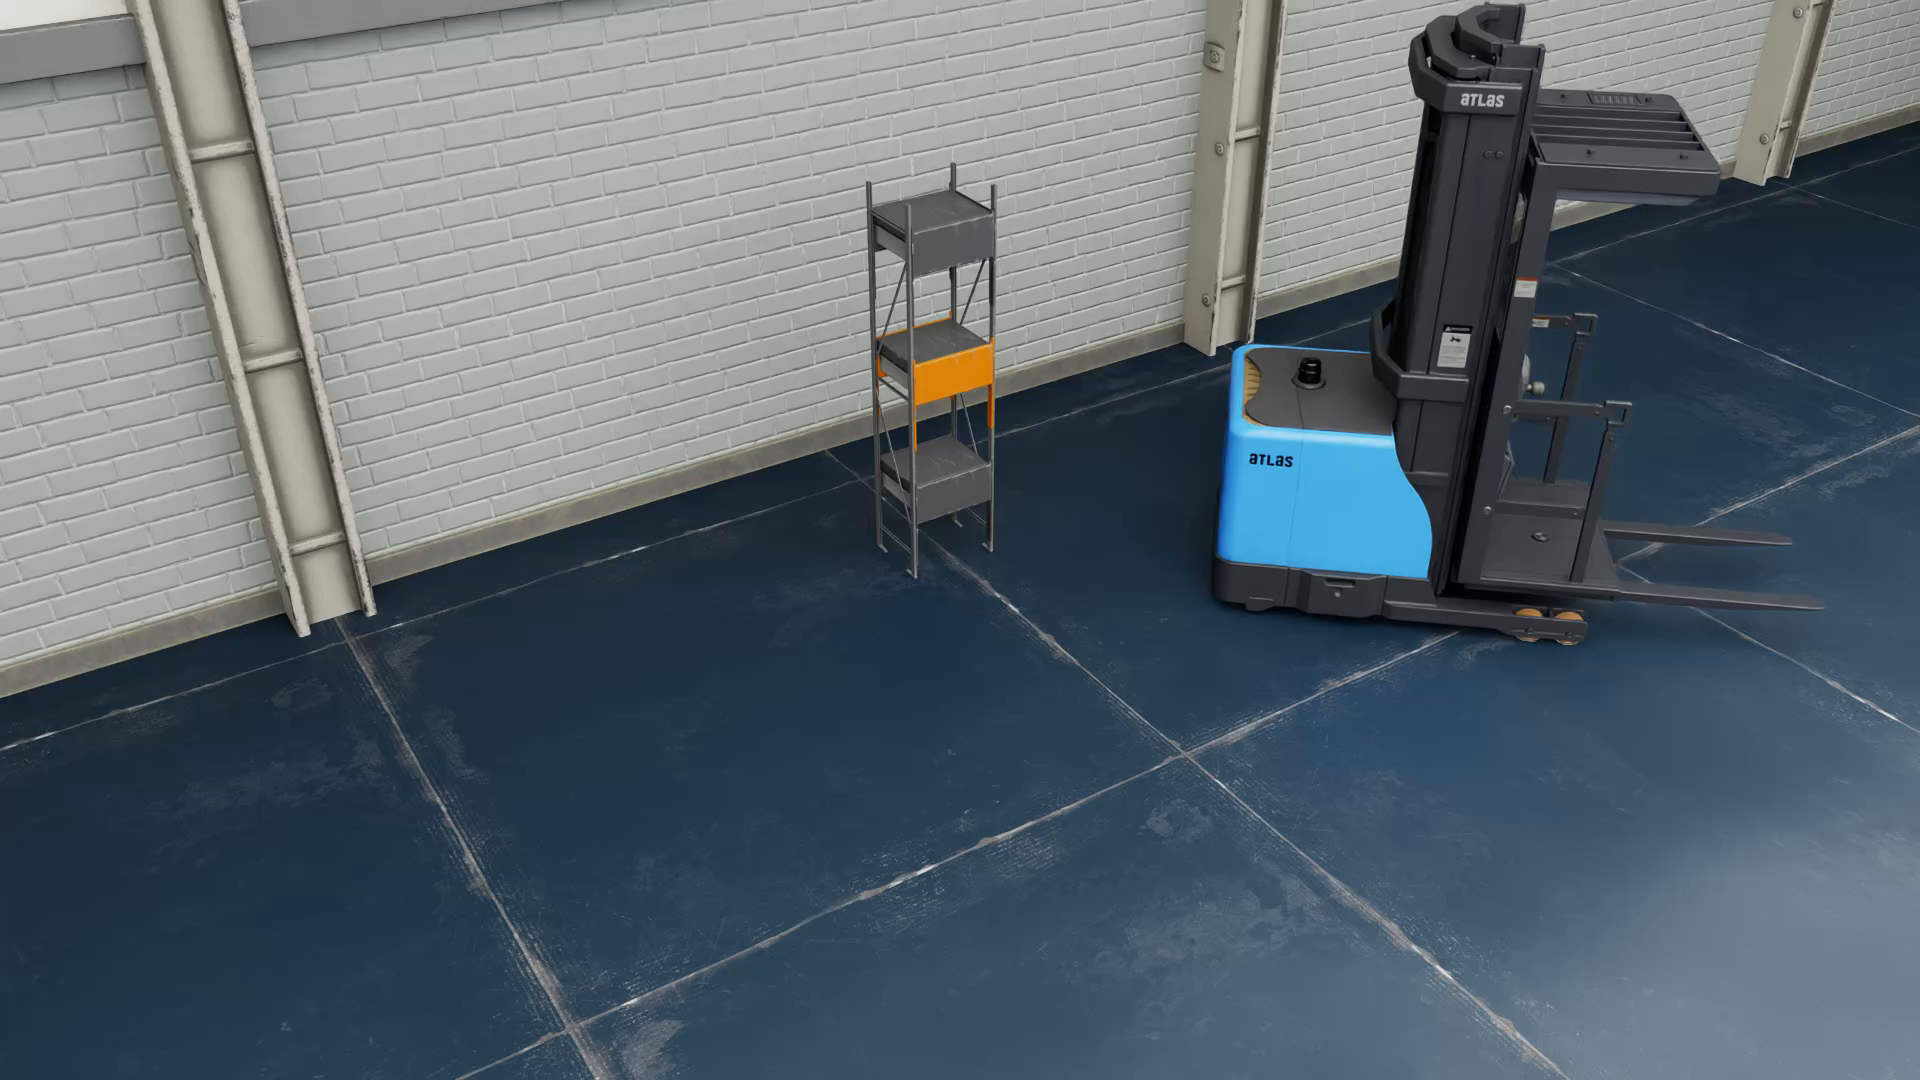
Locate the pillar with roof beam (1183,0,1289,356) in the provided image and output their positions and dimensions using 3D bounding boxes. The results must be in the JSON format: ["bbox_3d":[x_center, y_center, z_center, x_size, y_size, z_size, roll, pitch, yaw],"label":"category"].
[{"bbox_3d":[4.098,-3.240,5.951,0.400,9.000,9.100,-19,37,-27],"label":"pillar with roof beam"}]

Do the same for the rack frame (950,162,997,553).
[{"bbox_3d":[0.066,-0.911,8.726,0.015,2.100,0.400,-19,37,-27],"label":"rack frame"}]

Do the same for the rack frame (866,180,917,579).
[{"bbox_3d":[-0.344,-0.770,8.502,0.015,2.100,0.400,-19,37,-27],"label":"rack frame"}]

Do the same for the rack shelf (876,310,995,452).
[{"bbox_3d":[-0.139,-0.829,8.621,0.480,0.518,0.431,-19,37,-27],"label":"rack shelf"}]

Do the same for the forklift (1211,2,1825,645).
[{"bbox_3d":[2.875,-1.014,8.110,3.031,2.935,1.130,5,33,8],"label":"forklift"}]

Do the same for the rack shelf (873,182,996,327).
[{"bbox_3d":[-0.139,-1.421,8.248,0.480,0.518,0.431,-19,37,-27],"label":"rack shelf"}]

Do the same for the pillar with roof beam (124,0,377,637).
[{"bbox_3d":[-0.945,-1.505,3.202,0.400,9.000,9.100,-19,37,-27],"label":"pillar with roof beam"}]

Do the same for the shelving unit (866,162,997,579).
[{"bbox_3d":[-0.139,-0.840,8.614,0.503,2.100,0.431,-19,37,-27],"label":"shelving unit"}]

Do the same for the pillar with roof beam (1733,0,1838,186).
[{"bbox_3d":[9.141,-4.974,8.701,0.400,9.000,9.100,-19,37,-27],"label":"pillar with roof beam"}]

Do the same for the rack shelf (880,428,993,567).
[{"bbox_3d":[-0.139,-0.237,8.995,0.480,0.518,0.431,-19,37,-27],"label":"rack shelf"}]
